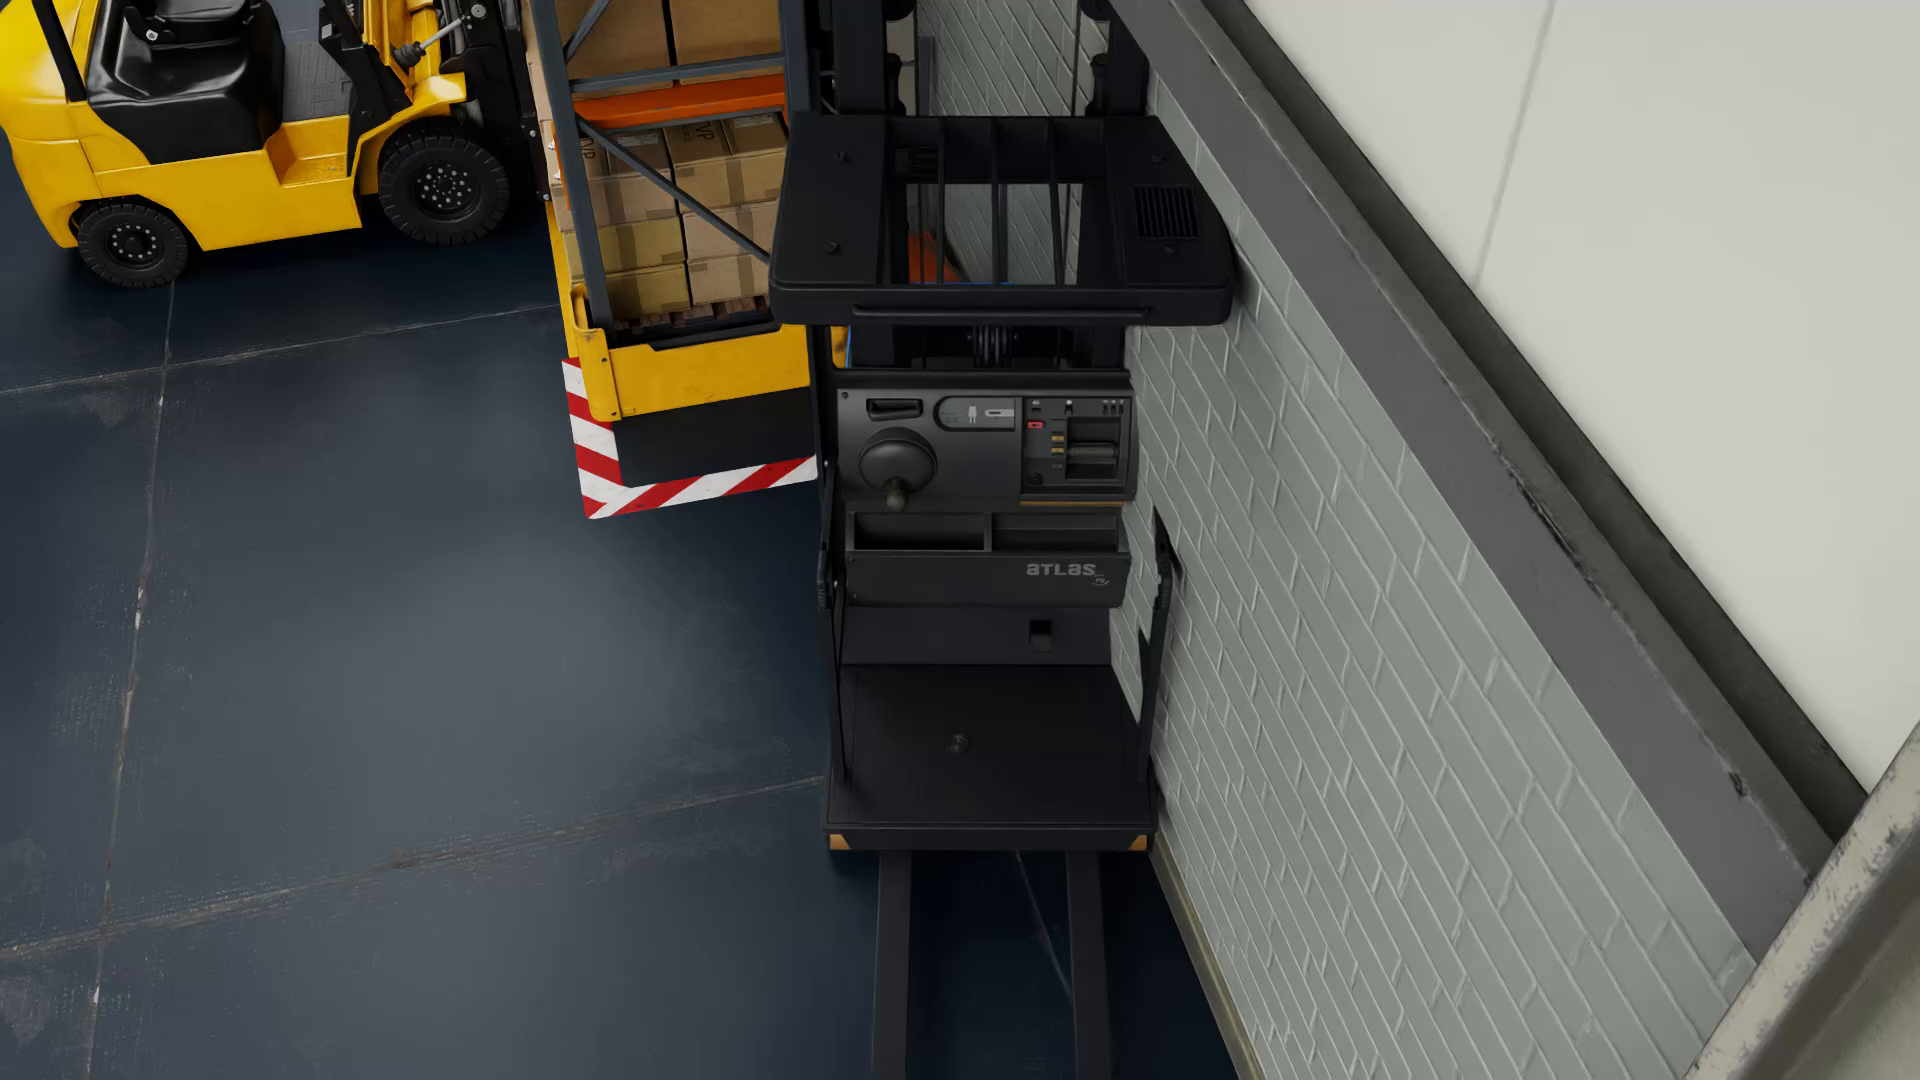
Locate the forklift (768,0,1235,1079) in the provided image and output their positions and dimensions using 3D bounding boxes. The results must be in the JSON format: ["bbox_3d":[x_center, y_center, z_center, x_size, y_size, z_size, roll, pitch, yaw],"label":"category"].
[{"bbox_3d":[0.098,-0.190,4.884,1.130,2.935,3.031,0,46,0],"label":"forklift"}]

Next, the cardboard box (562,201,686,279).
[{"bbox_3d":[-1.511,-1.435,7.337,0.500,0.250,0.500,-11,47,-11],"label":"cardboard box"}]

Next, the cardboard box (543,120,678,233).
[{"bbox_3d":[-1.504,-1.592,7.141,0.500,0.250,0.500,-9,46,-9],"label":"cardboard box"}]

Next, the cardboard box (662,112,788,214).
[{"bbox_3d":[-1.024,-1.697,7.244,0.500,0.250,0.500,-11,47,-11],"label":"cardboard box"}]

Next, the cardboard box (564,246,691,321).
[{"bbox_3d":[-1.510,-1.247,7.503,0.500,0.250,0.500,-10,46,-10],"label":"cardboard box"}]

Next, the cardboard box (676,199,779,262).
[{"bbox_3d":[-1.004,-1.518,7.419,0.500,0.250,0.500,-10,46,-10],"label":"cardboard box"}]

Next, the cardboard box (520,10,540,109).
[{"bbox_3d":[-1.779,-2.290,7.825,0.500,0.250,0.500,-10,46,-10],"label":"cardboard box"}]

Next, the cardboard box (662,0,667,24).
[{"bbox_3d":[-1.097,-2.580,7.108,0.500,0.500,0.500,-9,46,-9],"label":"cardboard box"}]

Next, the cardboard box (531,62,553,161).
[{"bbox_3d":[-1.640,-1.943,7.485,0.500,0.250,0.500,-10,46,-10],"label":"cardboard box"}]

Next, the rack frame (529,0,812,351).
[{"bbox_3d":[-1.084,-1.796,6.410,1.000,3.000,0.127,-11,47,-10],"label":"rack frame"}]

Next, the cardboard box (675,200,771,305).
[{"bbox_3d":[-1.021,-1.356,7.609,0.500,0.250,0.500,-11,47,-10],"label":"cardboard box"}]

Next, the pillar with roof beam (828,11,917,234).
[{"bbox_3d":[-4.553,-3.754,4.129,9.100,9.000,0.400,-11,47,-10],"label":"pillar with roof beam"}]

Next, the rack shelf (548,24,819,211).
[{"bbox_3d":[-1.596,-2.925,8.020,1.077,0.370,4.000,-11,47,-10],"label":"rack shelf"}]

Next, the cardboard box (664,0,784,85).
[{"bbox_3d":[-0.943,-2.224,6.759,0.500,0.500,0.500,-9,46,-9],"label":"cardboard box"}]

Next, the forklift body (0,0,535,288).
[{"bbox_3d":[-3.333,-2.475,7.669,2.313,2.155,1.214,-11,47,-10],"label":"forklift body"}]

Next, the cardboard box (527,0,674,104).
[{"bbox_3d":[-1.464,-2.123,6.660,0.500,0.500,0.500,-12,47,-11],"label":"cardboard box"}]

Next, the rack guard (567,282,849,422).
[{"bbox_3d":[-1.078,-0.905,7.287,1.175,0.500,0.348,-11,47,-10],"label":"rack guard"}]

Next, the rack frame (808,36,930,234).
[{"bbox_3d":[-0.379,-1.390,7.092,0.500,1.500,0.032,-11,39,-15],"label":"rack frame"}]

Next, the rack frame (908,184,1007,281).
[{"bbox_3d":[-0.054,-0.795,6.335,0.500,1.500,0.032,-11,39,-15],"label":"rack frame"}]

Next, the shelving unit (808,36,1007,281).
[{"bbox_3d":[-0.219,-1.098,6.720,0.587,1.500,1.083,-11,39,-15],"label":"shelving unit"}]

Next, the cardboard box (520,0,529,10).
[{"bbox_3d":[-1.901,-2.641,8.169,0.500,0.250,0.500,-12,47,-11],"label":"cardboard box"}]

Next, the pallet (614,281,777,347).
[{"bbox_3d":[-1.321,-1.341,7.916,1.003,0.211,1.213,-11,47,-10],"label":"pallet"}]

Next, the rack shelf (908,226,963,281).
[{"bbox_3d":[-0.220,-0.950,6.823,0.538,0.185,1.000,-11,39,-15],"label":"rack shelf"}]
